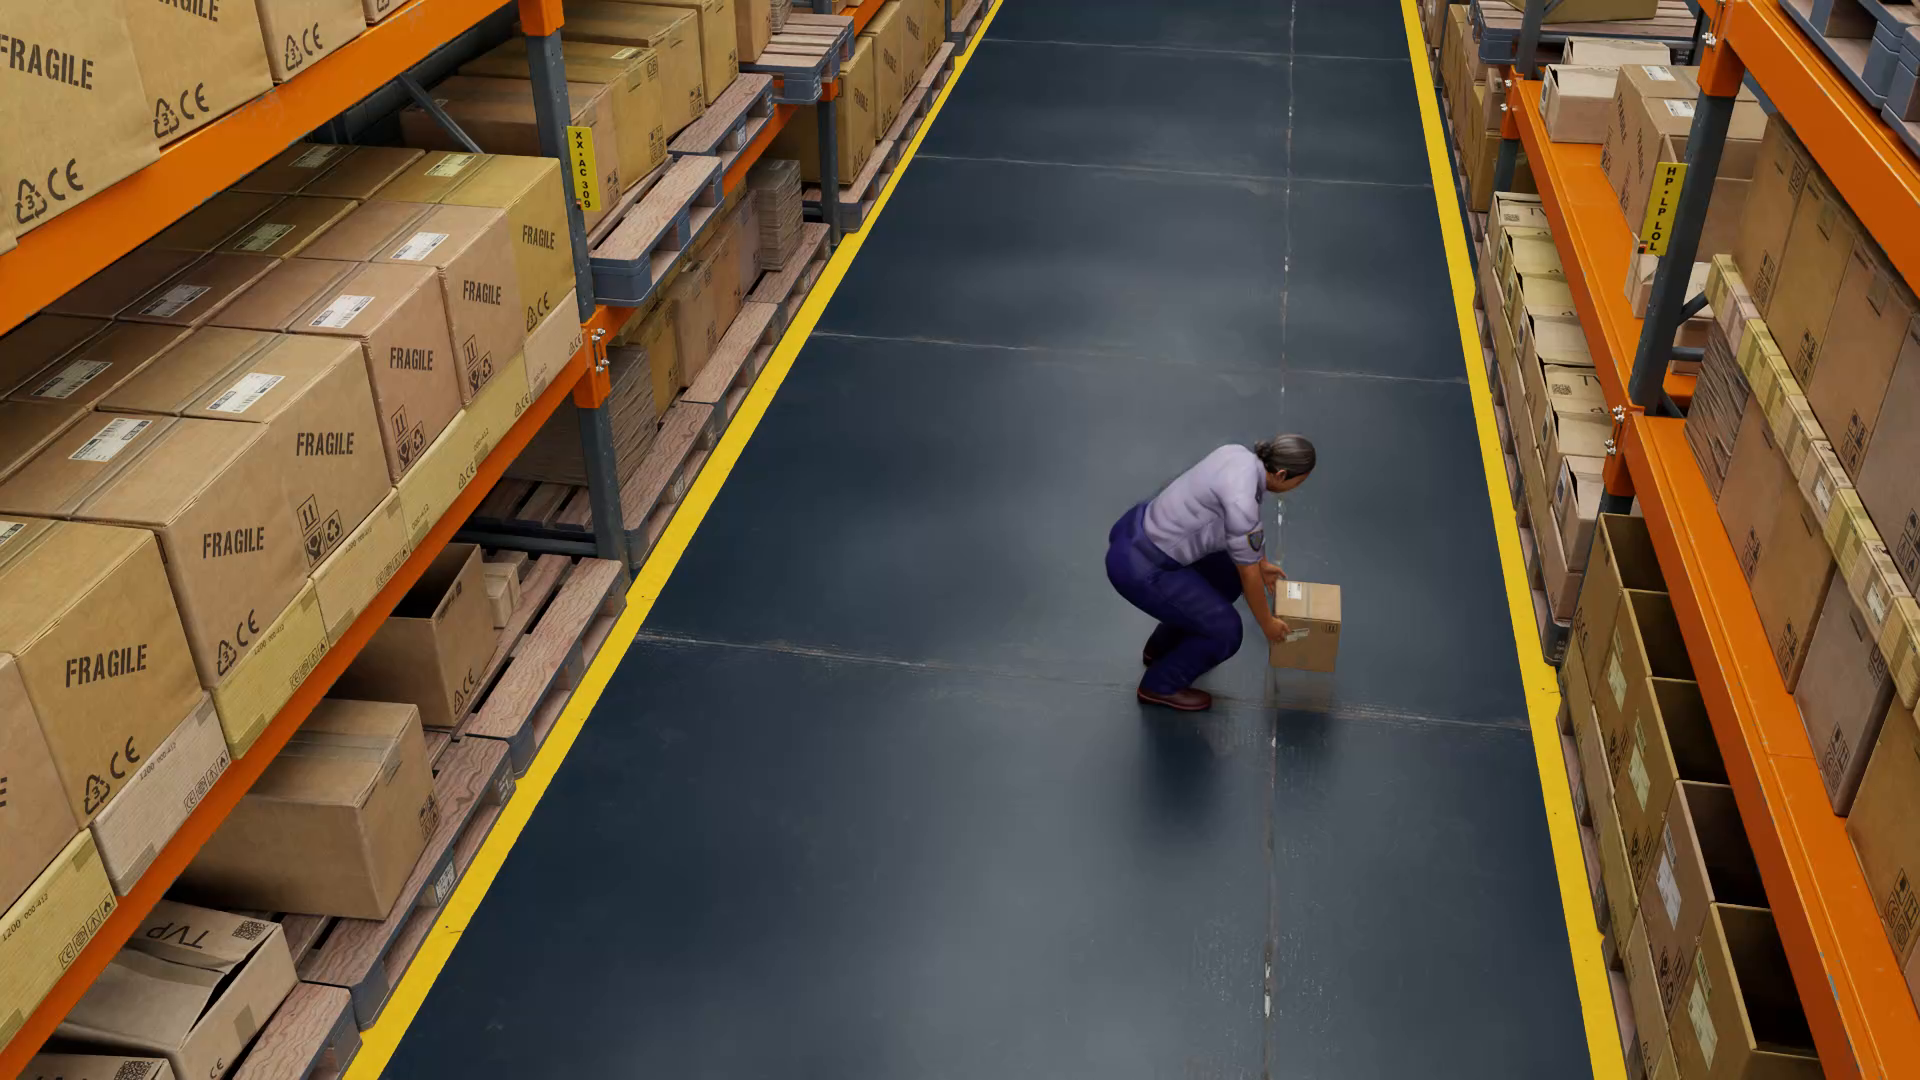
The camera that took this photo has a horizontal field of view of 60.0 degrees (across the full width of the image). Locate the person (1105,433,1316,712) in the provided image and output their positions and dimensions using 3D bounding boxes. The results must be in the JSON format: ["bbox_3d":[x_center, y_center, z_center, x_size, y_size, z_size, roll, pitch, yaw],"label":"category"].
[{"bbox_3d":[0.952,0.081,6.494,0.755,1.150,0.540,5,33,8],"label":"person"}]
